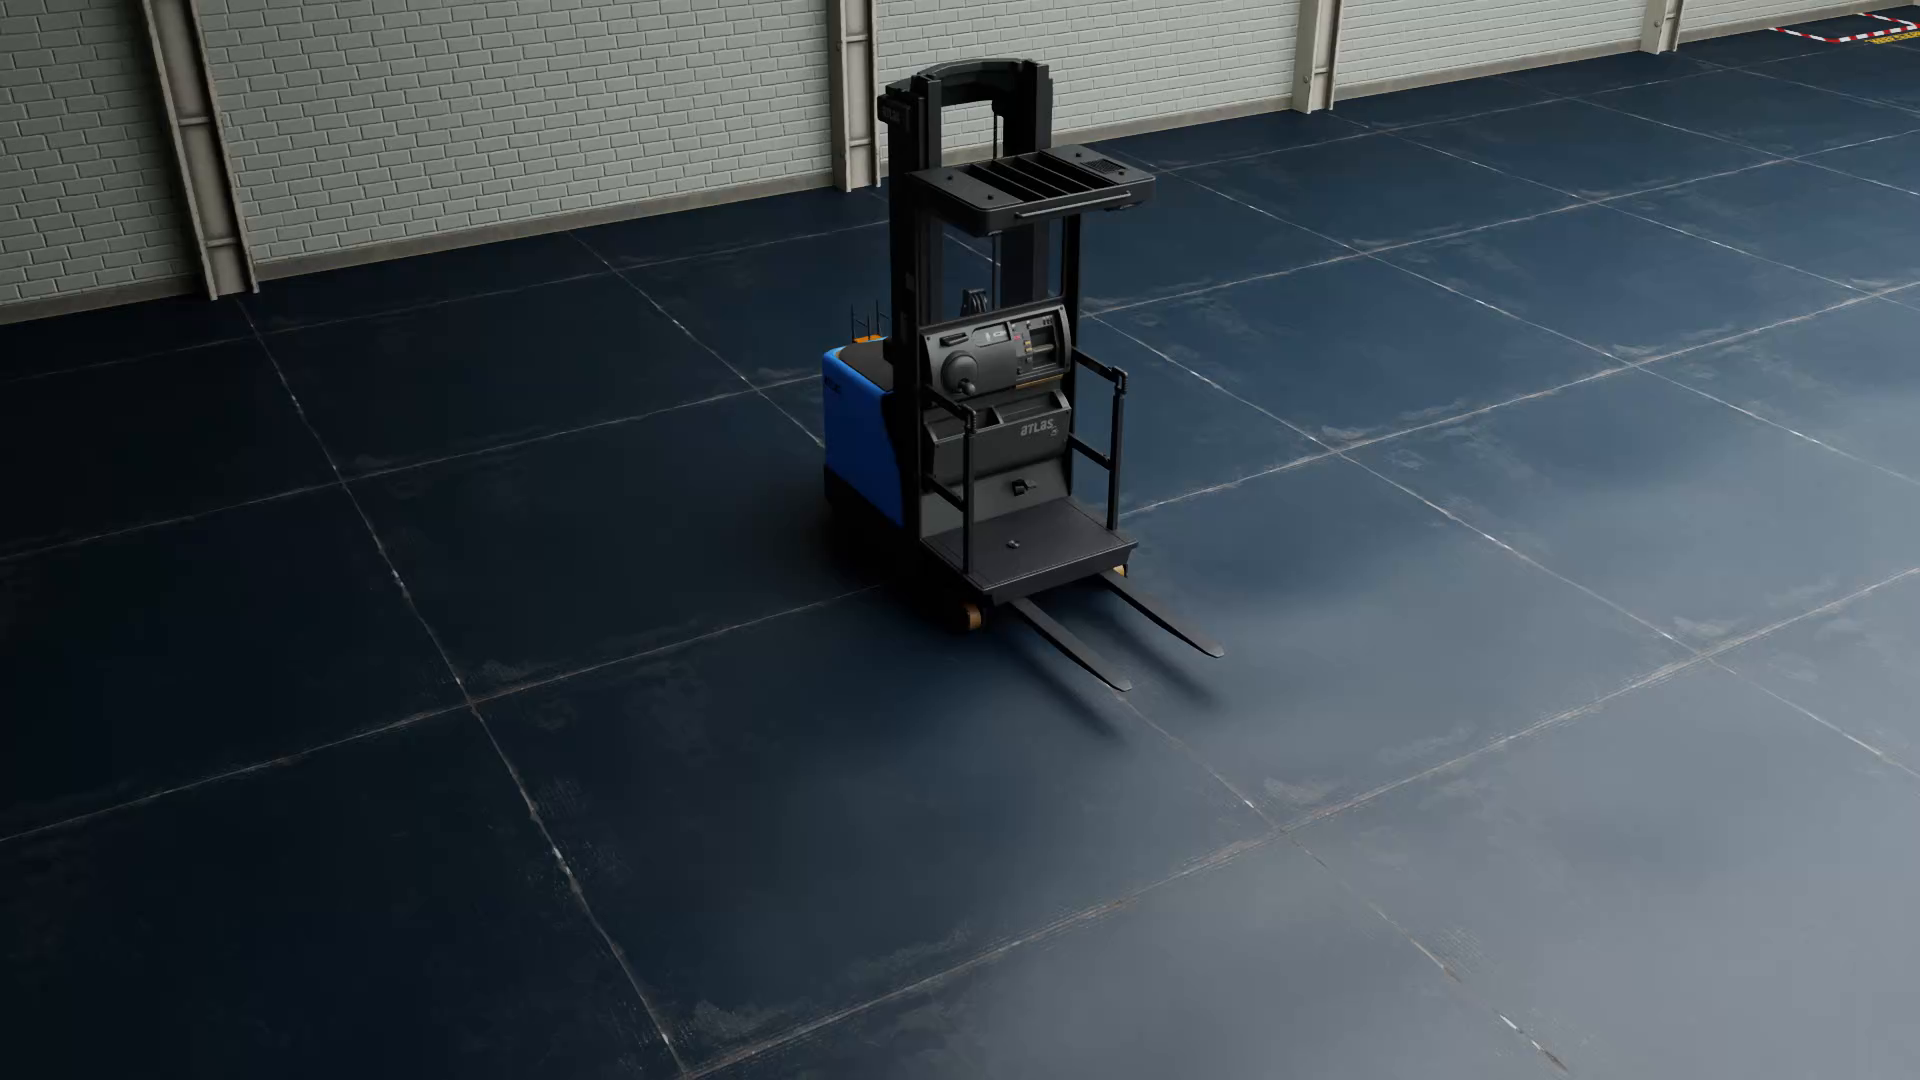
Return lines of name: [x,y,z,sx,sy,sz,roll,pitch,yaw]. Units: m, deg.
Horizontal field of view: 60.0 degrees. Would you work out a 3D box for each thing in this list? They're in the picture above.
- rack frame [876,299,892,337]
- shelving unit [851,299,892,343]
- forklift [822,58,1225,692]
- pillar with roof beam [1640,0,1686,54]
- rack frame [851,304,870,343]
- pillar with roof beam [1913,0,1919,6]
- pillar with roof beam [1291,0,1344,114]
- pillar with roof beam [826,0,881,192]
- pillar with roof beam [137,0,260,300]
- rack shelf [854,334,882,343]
rack frame: [-0.473,-0.970,10.865,0.006,1.200,0.240,-16,33,-27]
shelving unit: [-0.551,-0.947,10.823,0.189,1.200,0.258,-16,33,-27]
forklift: [0.329,-1.023,9.169,1.130,2.935,3.031,-16,33,-27]
pillar with roof beam: [11.481,-8.681,16.766,0.400,9.000,9.100,-16,33,-26]
rack frame: [-0.629,-0.924,10.781,0.006,1.200,0.240,-16,33,-27]
pillar with roof beam: [16.654,-10.150,19.427,0.400,9.000,9.100,-16,33,-26]
pillar with roof beam: [6.308,-7.213,14.105,0.400,9.000,9.100,-16,33,-26]
pillar with roof beam: [1.135,-5.744,11.443,0.400,9.000,9.100,-16,33,-26]
pillar with roof beam: [-4.038,-4.275,8.782,0.400,9.000,9.100,-16,33,-26]
rack shelf: [-0.551,-1.223,10.670,0.180,0.103,0.258,-16,33,-27]
